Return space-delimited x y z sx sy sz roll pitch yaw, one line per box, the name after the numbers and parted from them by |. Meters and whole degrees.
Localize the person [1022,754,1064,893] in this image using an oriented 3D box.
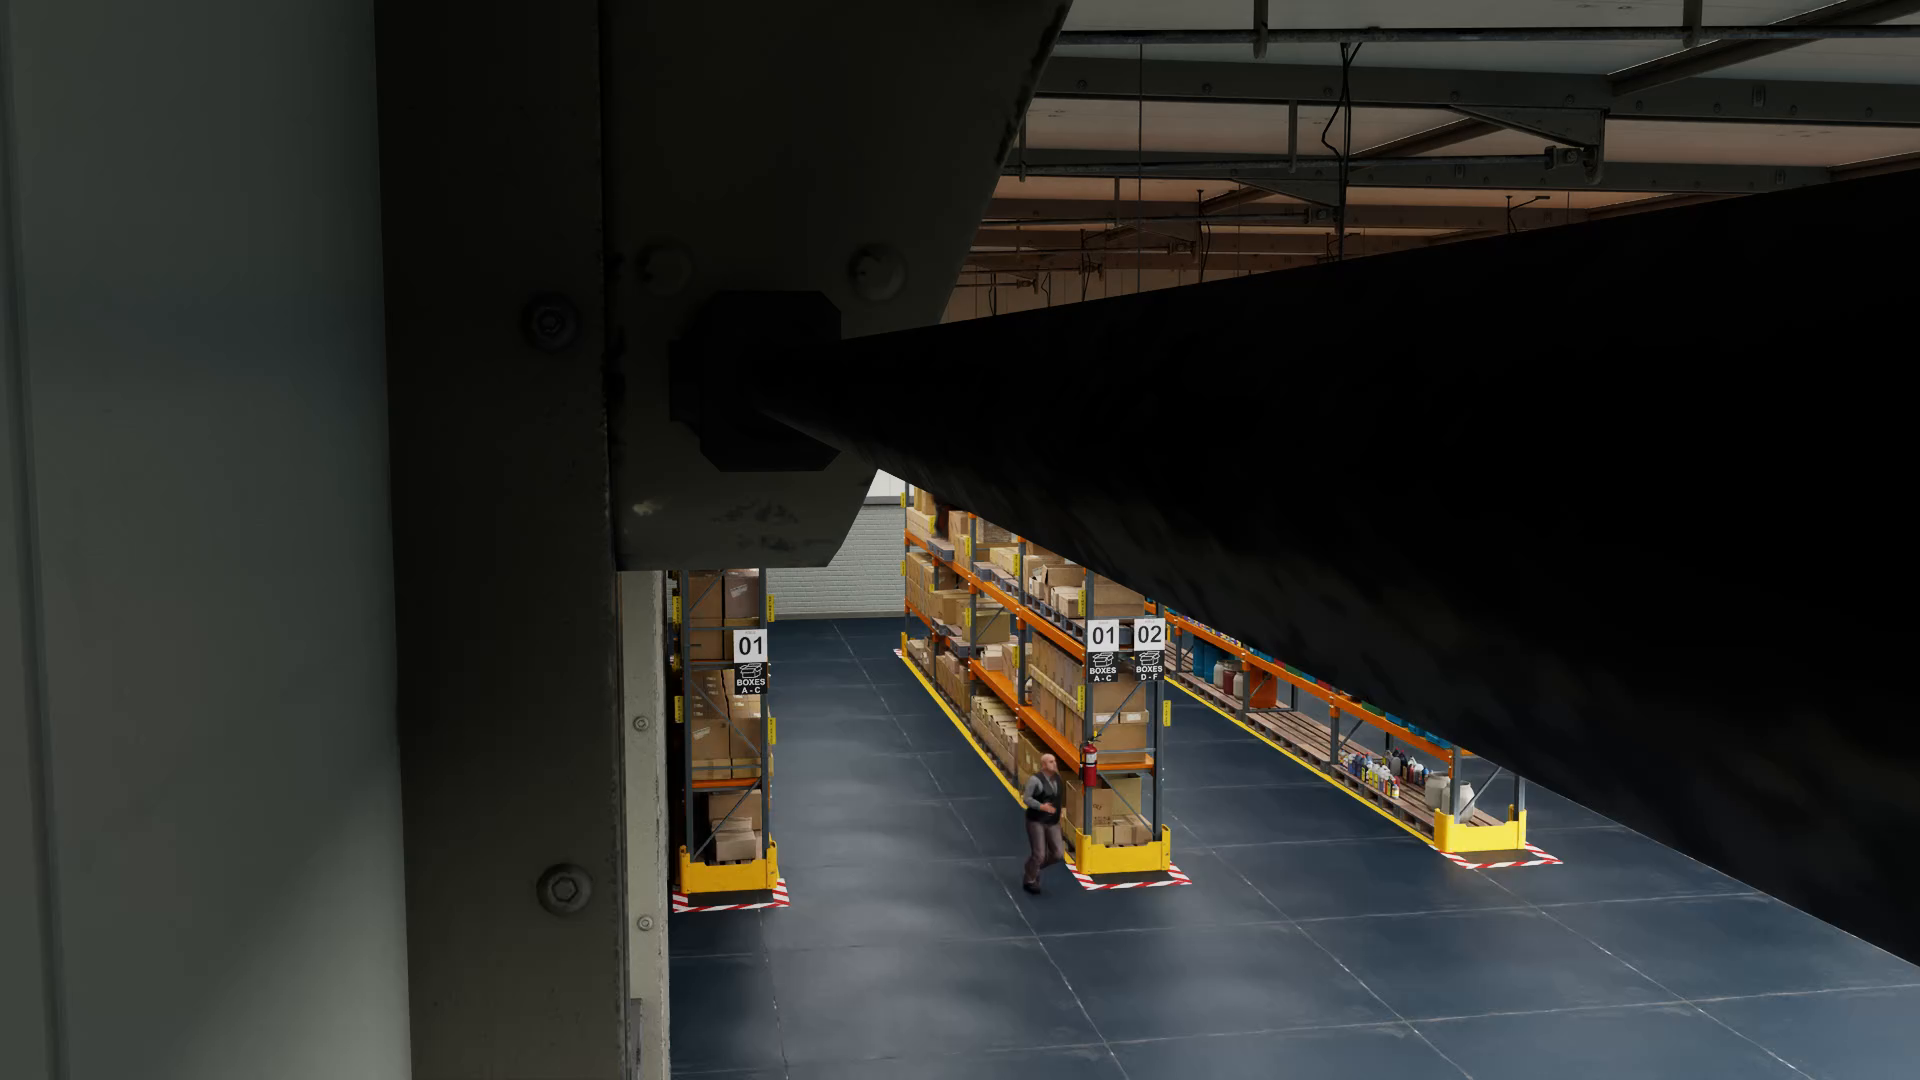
1.072 3.416 20.097 0.675 1.668 0.595 -4 7 -36 | person
